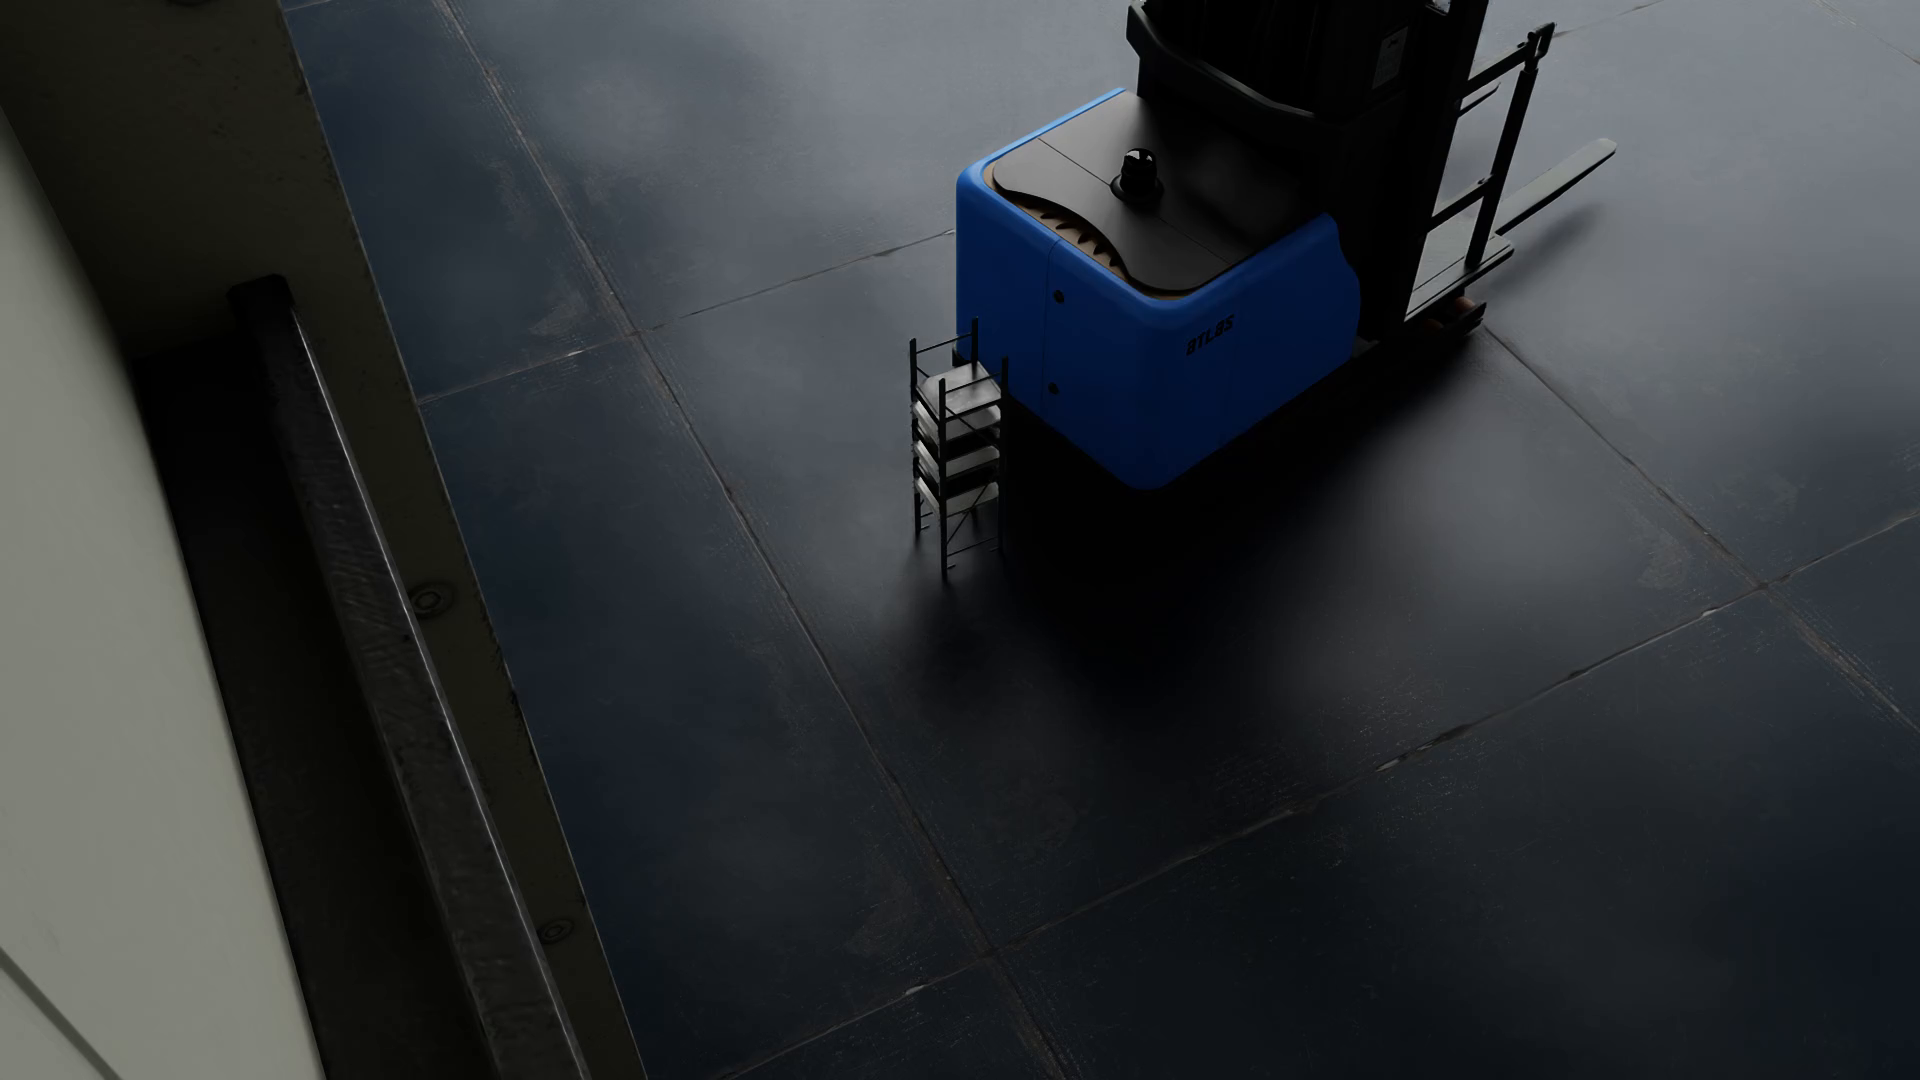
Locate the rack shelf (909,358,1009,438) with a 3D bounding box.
[{"bbox_3d":[-0.004,-0.458,5.337,0.258,0.077,0.200,-21,52,-18],"label":"rack shelf"}]

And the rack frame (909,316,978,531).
[{"bbox_3d":[-0.050,-0.370,5.574,0.240,0.900,0.006,-21,52,-18],"label":"rack frame"}]

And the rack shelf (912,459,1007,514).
[{"bbox_3d":[-0.004,-0.221,5.608,0.258,0.077,0.200,-21,52,-18],"label":"rack shelf"}]

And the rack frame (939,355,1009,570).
[{"bbox_3d":[0.043,-0.234,5.455,0.240,0.900,0.006,-21,52,-18],"label":"rack frame"}]

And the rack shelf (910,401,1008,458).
[{"bbox_3d":[-0.004,-0.398,5.404,0.258,0.077,0.200,-21,52,-18],"label":"rack shelf"}]

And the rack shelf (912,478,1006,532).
[{"bbox_3d":[-0.004,-0.161,5.675,0.258,0.077,0.200,-21,52,-18],"label":"rack shelf"}]

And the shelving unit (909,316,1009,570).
[{"bbox_3d":[-0.004,-0.302,5.515,0.258,0.900,0.210,-21,52,-18],"label":"shelving unit"}]

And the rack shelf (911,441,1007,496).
[{"bbox_3d":[-0.004,-0.280,5.540,0.258,0.077,0.200,-21,52,-18],"label":"rack shelf"}]

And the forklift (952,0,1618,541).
[{"bbox_3d":[1.415,-1.926,5.586,3.031,2.935,1.130,-33,57,-26],"label":"forklift"}]

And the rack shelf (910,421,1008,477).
[{"bbox_3d":[-0.004,-0.339,5.472,0.258,0.077,0.200,-21,52,-18],"label":"rack shelf"}]
